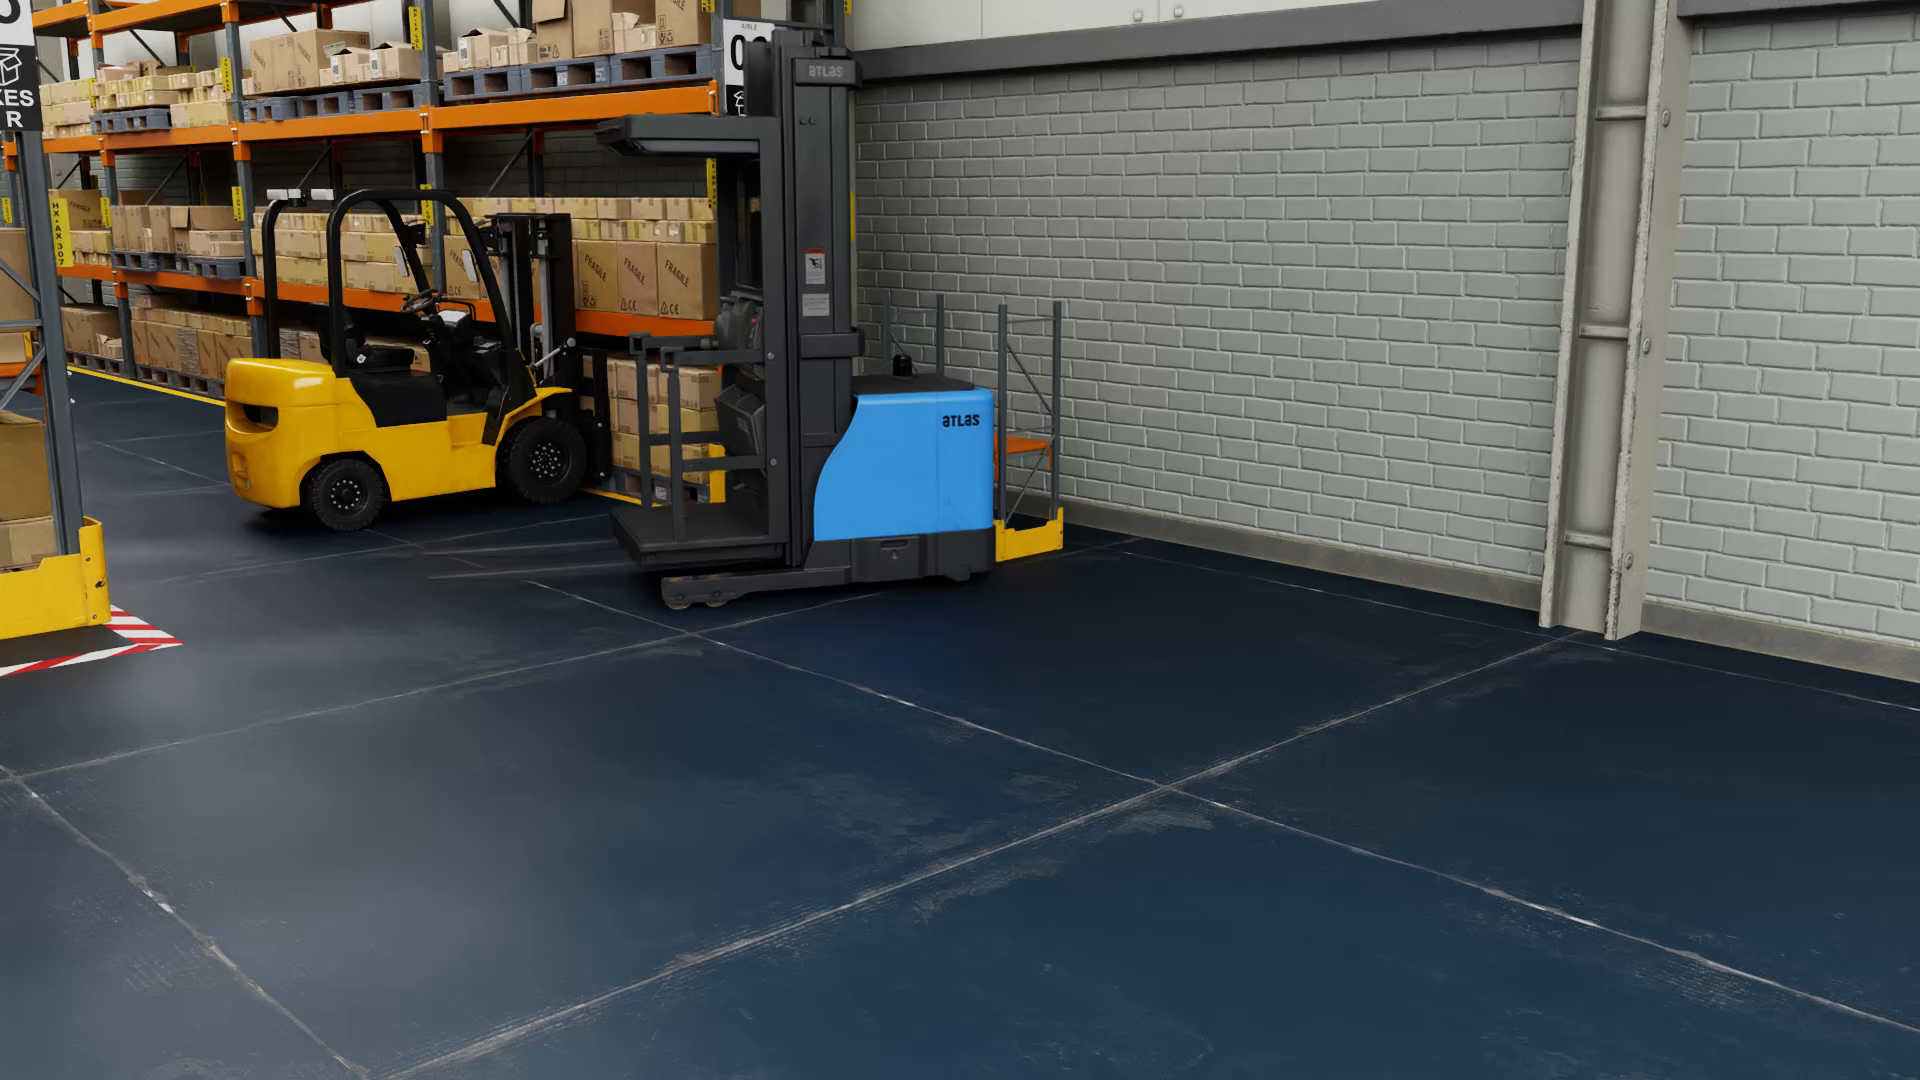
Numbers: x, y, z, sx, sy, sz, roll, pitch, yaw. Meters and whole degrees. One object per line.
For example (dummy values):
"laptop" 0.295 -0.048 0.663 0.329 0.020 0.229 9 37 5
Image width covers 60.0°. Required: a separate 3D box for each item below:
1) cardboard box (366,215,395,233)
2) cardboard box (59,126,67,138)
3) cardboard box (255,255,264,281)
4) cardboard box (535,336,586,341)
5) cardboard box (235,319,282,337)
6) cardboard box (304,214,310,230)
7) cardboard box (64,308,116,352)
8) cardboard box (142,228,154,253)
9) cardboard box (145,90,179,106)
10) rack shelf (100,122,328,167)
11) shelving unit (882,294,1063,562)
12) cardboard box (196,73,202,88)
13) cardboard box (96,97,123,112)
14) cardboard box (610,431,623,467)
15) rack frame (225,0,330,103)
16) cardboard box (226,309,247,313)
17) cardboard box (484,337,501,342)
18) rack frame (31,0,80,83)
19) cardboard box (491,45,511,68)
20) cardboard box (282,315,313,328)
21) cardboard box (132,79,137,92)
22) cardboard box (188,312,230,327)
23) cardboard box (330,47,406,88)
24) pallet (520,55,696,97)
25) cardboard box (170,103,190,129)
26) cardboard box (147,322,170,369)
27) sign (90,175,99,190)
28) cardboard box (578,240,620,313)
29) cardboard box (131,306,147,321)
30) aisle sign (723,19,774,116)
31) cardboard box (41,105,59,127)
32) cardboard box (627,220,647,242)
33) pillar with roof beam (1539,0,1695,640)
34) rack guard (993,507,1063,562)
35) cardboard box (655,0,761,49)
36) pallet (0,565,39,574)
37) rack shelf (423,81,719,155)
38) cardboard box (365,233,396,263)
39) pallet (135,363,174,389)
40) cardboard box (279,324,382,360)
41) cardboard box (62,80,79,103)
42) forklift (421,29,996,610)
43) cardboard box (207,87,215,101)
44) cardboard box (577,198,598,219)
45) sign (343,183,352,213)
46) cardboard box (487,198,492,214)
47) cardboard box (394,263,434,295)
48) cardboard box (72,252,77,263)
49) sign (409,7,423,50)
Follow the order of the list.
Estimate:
"cardboard box" -4.930 -2.748 14.463 0.250 0.149 0.380 11 16 43
"cardboard box" -10.775 -4.982 20.347 0.380 0.149 0.250 -11 16 -42
"cardboard box" -6.567 -2.676 16.340 0.500 0.250 0.500 -11 16 -42
"cardboard box" -3.454 -1.569 13.887 0.500 0.250 0.500 -10 16 -41
"cardboard box" -7.220 -2.184 17.127 0.250 0.149 0.380 11 16 42
"cardboard box" -5.923 -2.986 15.616 0.380 0.149 0.250 -11 16 -42
"cardboard box" -11.012 -2.674 21.110 0.500 0.500 0.500 -11 16 -42
"cardboard box" -8.777 -3.316 18.365 0.396 0.266 0.258 -10 15 -40
"cardboard box" -8.460 -4.713 17.756 0.380 0.149 0.250 -10 16 -41
"rack shelf" -8.077 -4.257 17.991 1.077 0.370 4.000 -11 16 -43
"shelving unit" 0.053 -0.723 10.206 0.587 1.500 1.083 -11 16 -43
"cardboard box" -7.618 -4.722 17.110 0.380 0.149 0.250 -11 16 -43
"cardboard box" -9.540 -4.934 18.827 0.380 0.149 0.250 -11 16 -42
"cardboard box" -2.400 -0.713 12.210 0.500 0.250 0.500 -11 16 -42
"rack frame" -6.696 -5.787 16.199 1.000 3.000 0.127 -11 16 -43
"cardboard box" -8.071 -2.535 18.828 0.380 0.149 0.250 -11 16 -42
"cardboard box" -3.827 -1.499 13.550 0.500 0.250 0.500 -11 16 -43
"rack frame" -12.221 -6.954 21.866 1.000 3.000 0.127 -11 16 -43
"cardboard box" -3.313 -3.646 12.573 0.380 0.149 0.250 -10 15 -41
"cardboard box" -6.995 -2.310 17.735 0.380 0.149 0.250 -10 15 -41
"cardboard box" -8.774 -4.939 18.114 0.380 0.149 0.250 -11 16 -42
"cardboard box" -8.249 -2.425 18.294 0.380 0.149 0.250 -11 16 -42
"cardboard box" -5.140 -4.129 14.516 0.500 0.311 0.500 11 16 43
"pallet" -2.488 -3.392 12.226 1.003 0.211 1.213 -11 16 -43
"cardboard box" -7.920 -4.432 17.426 0.500 0.250 0.500 -11 16 -43
"cardboard box" -8.912 -2.235 18.982 0.500 0.500 0.500 -11 16 -43
"sign" -11.806 -4.812 22.684 0.100 0.325 0.005 -11 16 -43
"cardboard box" -2.407 -1.917 12.035 0.500 0.500 0.500 -11 16 -44
"cardboard box" -9.403 -2.642 19.348 0.380 0.149 0.250 -10 15 -40
"aisle sign" -1.339 -2.904 10.630 0.394 0.787 0.004 -11 16 -43
"cardboard box" -11.028 -5.235 20.586 0.500 0.250 0.500 -11 16 -43
"cardboard box" -2.109 -2.177 11.687 0.380 0.149 0.250 -11 16 -43
"pillar with roof beam" 0.029 -3.371 4.472 9.100 9.000 0.400 -11 16 -43
"rack guard" 0.397 -0.039 9.979 0.587 0.250 0.087 -11 16 -43
"cardboard box" -1.654 -3.484 10.921 0.500 0.500 0.500 -10 15 -41
"pallet" -5.347 0.242 8.712 1.003 0.211 1.213 -11 16 -43
"rack shelf" -2.553 -3.090 12.324 1.077 0.370 4.000 -11 16 -43
"cardboard box" -4.818 -2.546 14.470 0.500 0.250 0.500 11 16 44
"pallet" -8.870 -1.953 19.368 1.003 0.211 1.213 -11 16 -43
"cardboard box" -6.275 -1.798 16.550 0.875 0.625 0.625 -10 15 -41
"cardboard box" -10.338 -5.331 19.818 0.500 0.250 0.500 -11 16 -43
"forklift" -1.374 -1.191 8.927 3.031 2.935 1.130 -4 12 -20
"cardboard box" -7.443 -4.540 16.965 0.380 0.149 0.250 -10 16 -41
"cardboard box" -2.525 -2.389 11.979 0.380 0.149 0.250 -10 16 -41
"sign" -6.297 -3.493 17.065 0.100 0.325 0.005 -11 16 -43
"cardboard box" -3.500 -2.628 13.140 0.380 0.149 0.250 -11 16 -44
"cardboard box" -4.471 -2.228 14.166 0.500 0.250 0.500 -10 16 -41
"cardboard box" -10.914 -3.548 20.823 0.380 0.149 0.250 -11 16 -43
"sign" -4.320 -4.064 13.210 0.100 0.325 0.005 -11 16 -43
